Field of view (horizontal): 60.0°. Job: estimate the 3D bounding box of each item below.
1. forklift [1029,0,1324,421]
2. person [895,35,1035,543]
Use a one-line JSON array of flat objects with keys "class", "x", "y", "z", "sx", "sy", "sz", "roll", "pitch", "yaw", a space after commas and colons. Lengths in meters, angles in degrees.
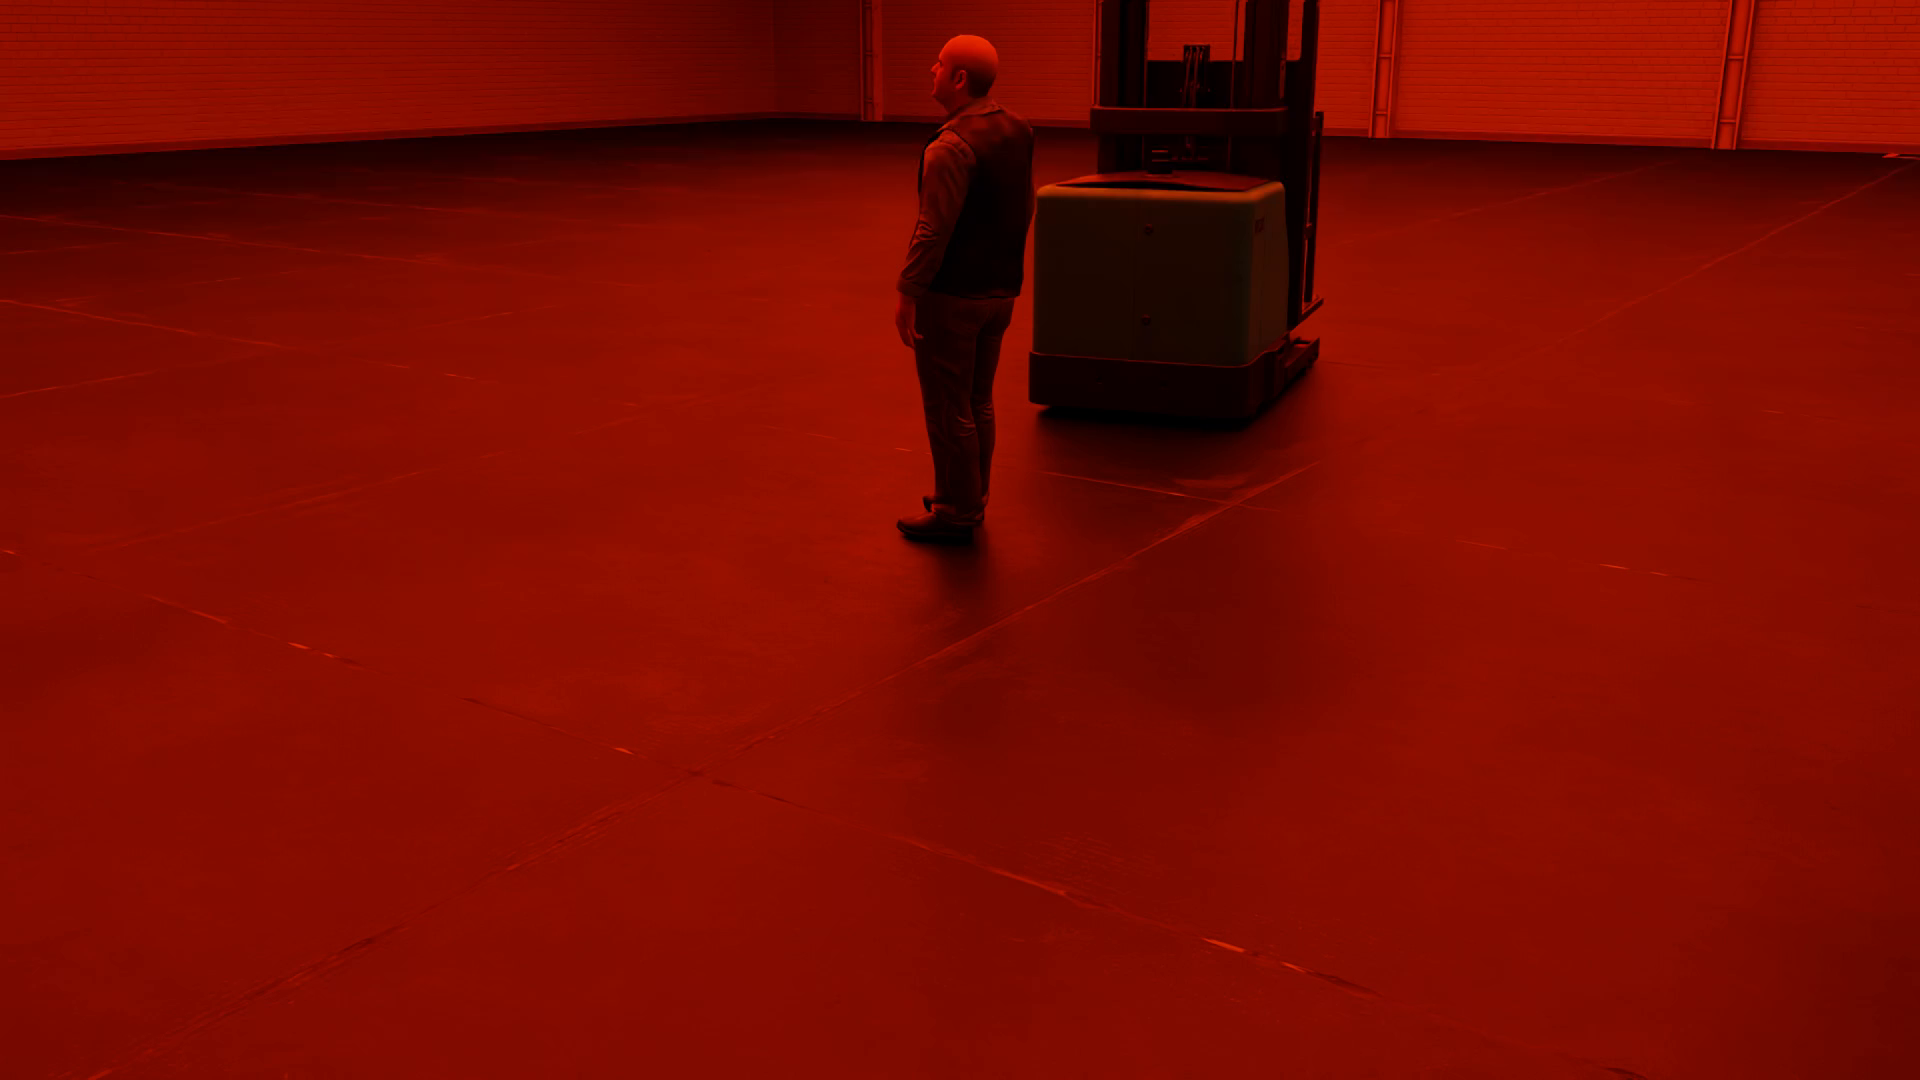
[{"class": "forklift", "x": 1.331, "y": -2.332, "z": 8.630, "sx": 1.130, "sy": 2.935, "sz": 3.031, "roll": 6, "pitch": 18, "yaw": 20}, {"class": "person", "x": -0.046, "y": -0.844, "z": 5.740, "sx": 0.568, "sy": 1.720, "sz": 0.632, "roll": 11, "pitch": 20, "yaw": 33}]
